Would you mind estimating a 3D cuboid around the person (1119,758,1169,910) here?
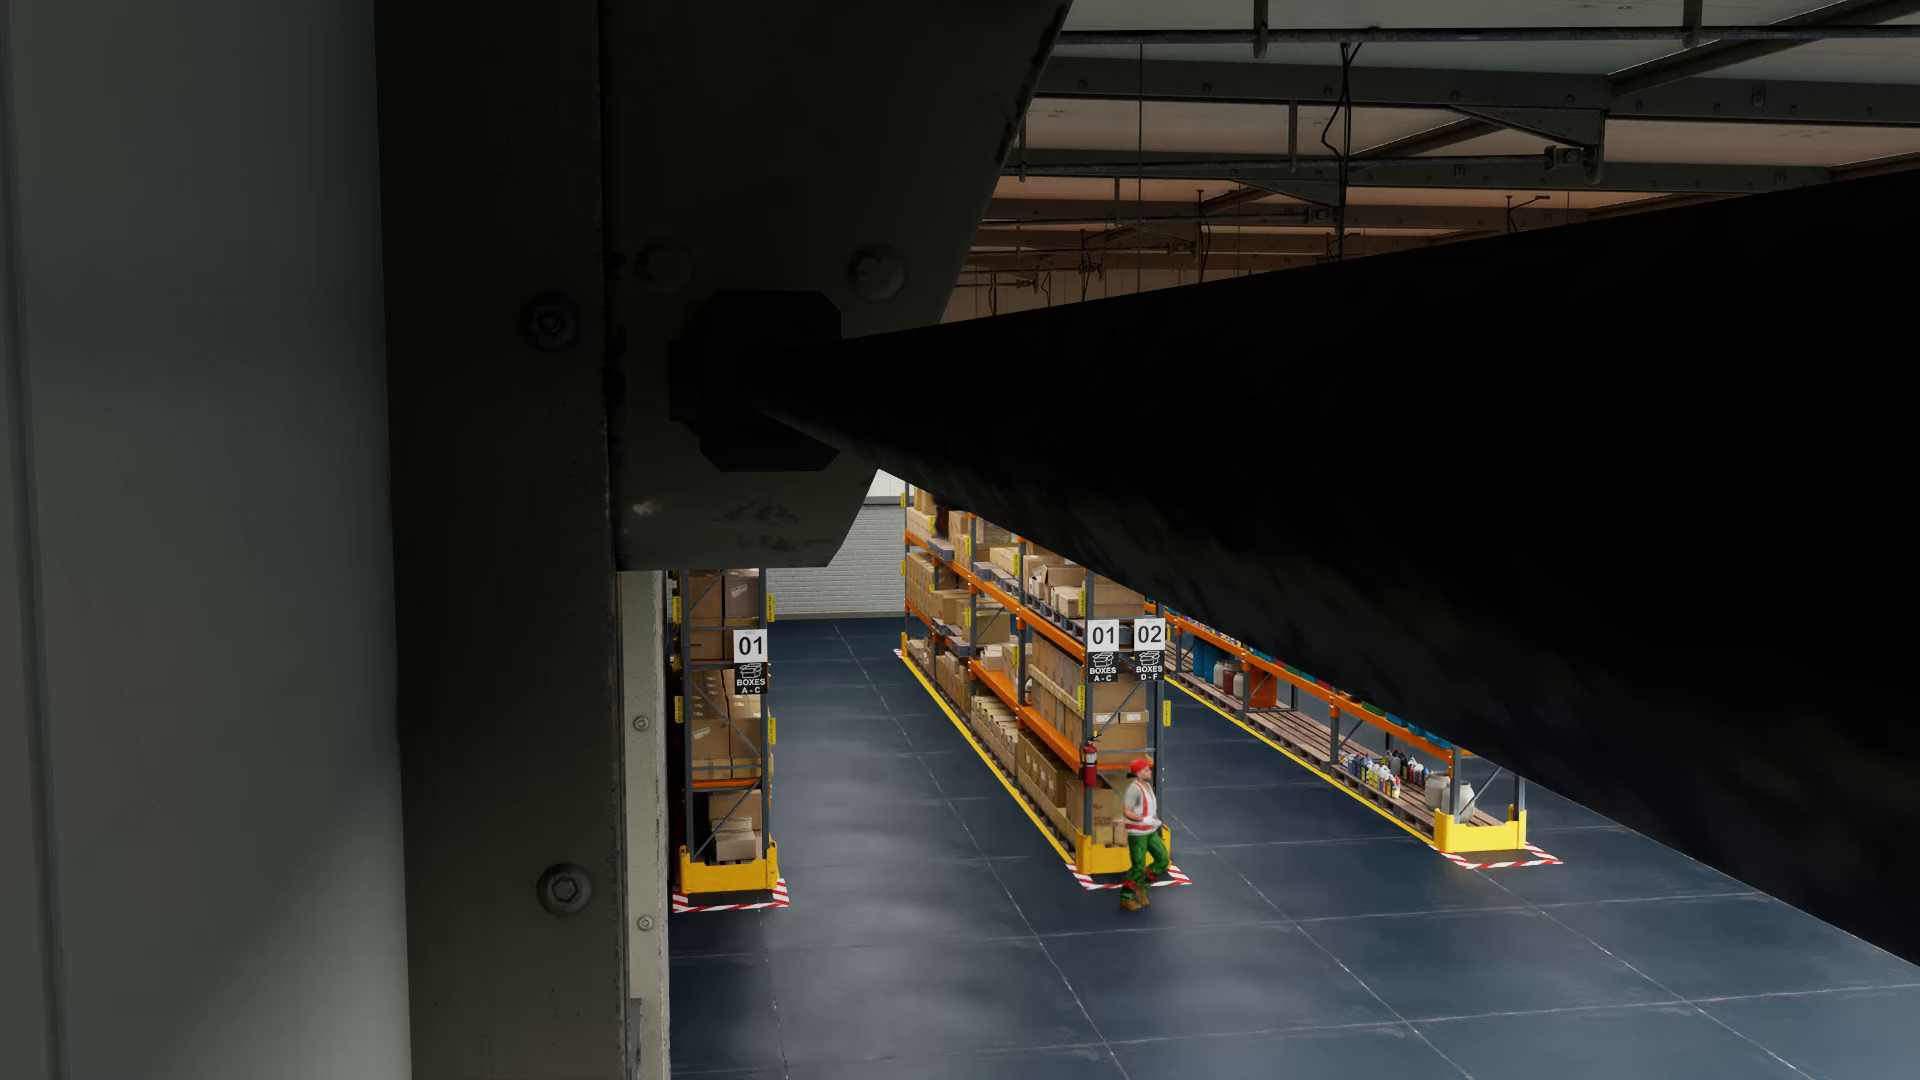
[{"bbox_3d":[2.167,3.433,19.442,0.562,1.762,0.667,4,7,33],"label":"person"}]
